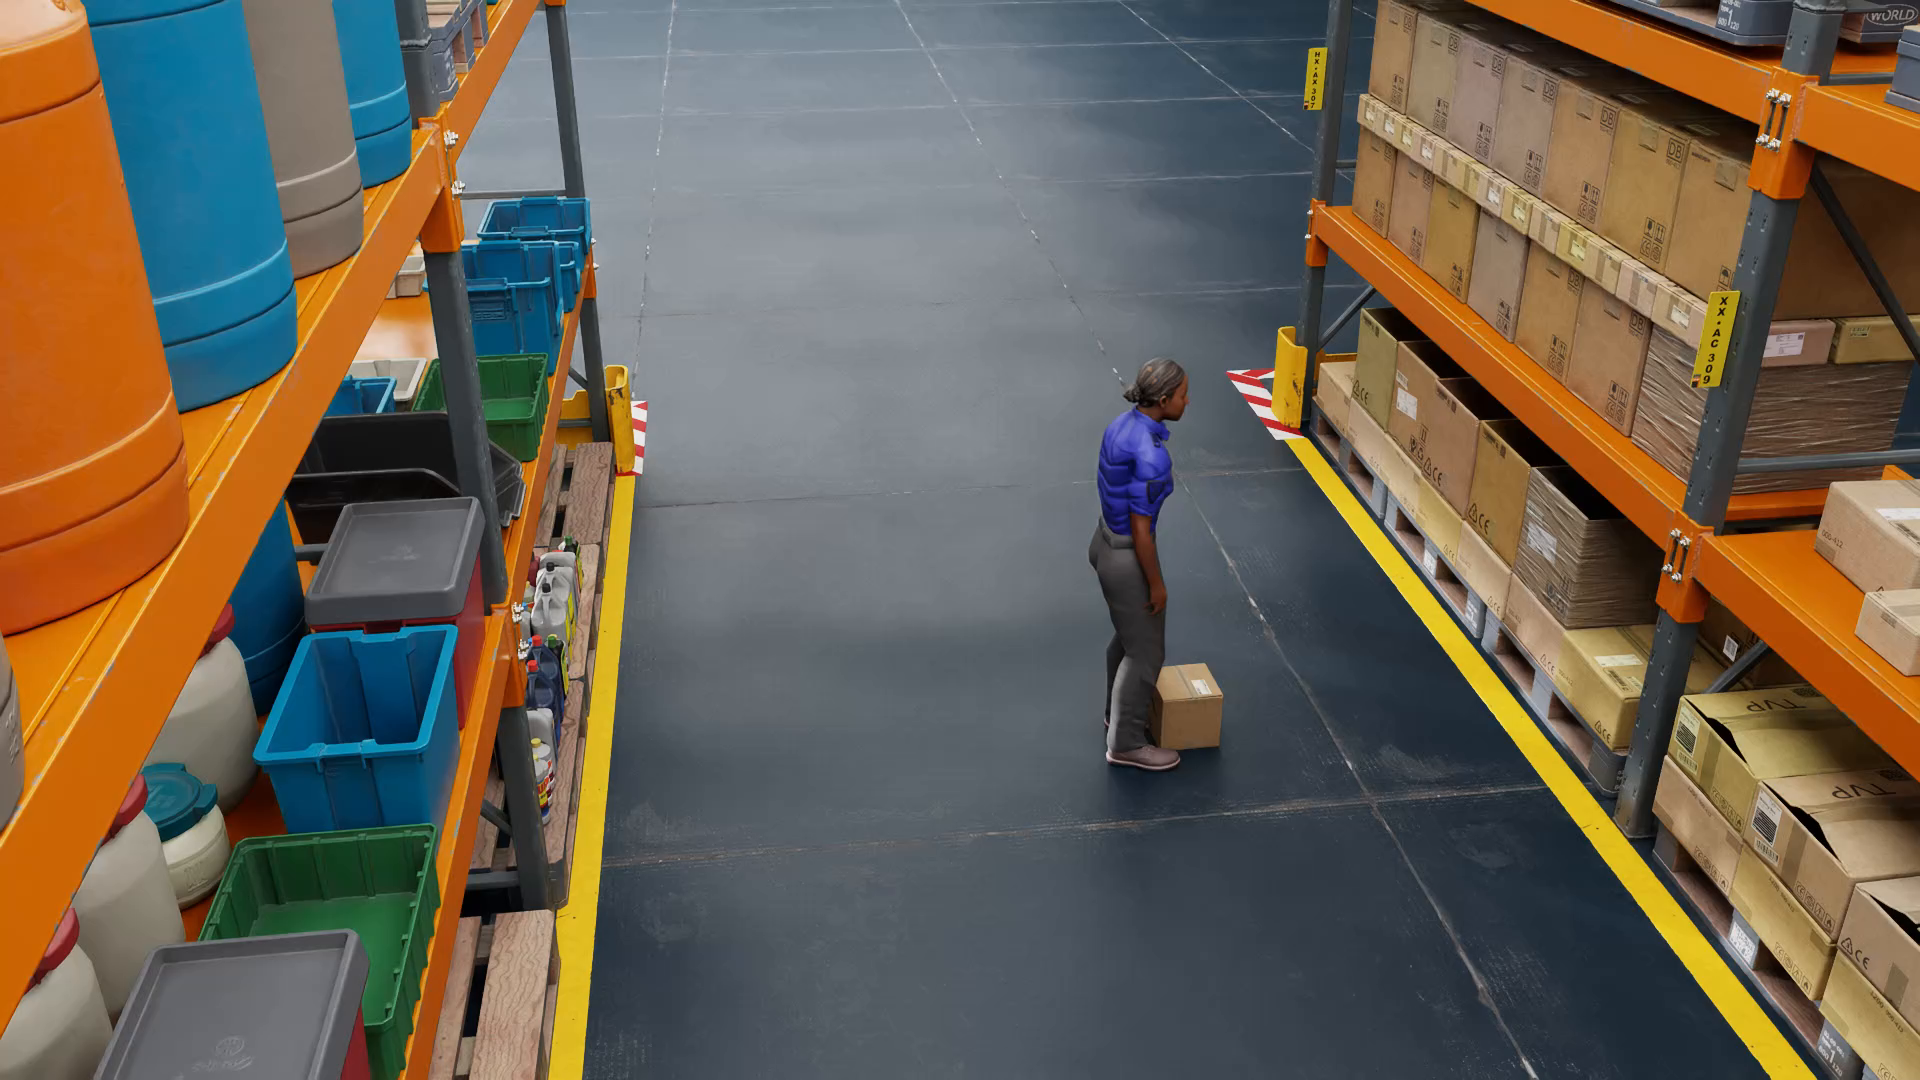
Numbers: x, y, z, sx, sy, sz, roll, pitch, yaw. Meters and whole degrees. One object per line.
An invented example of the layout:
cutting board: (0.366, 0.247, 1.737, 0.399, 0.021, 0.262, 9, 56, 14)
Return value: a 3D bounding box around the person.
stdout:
person: (0.708, 0.081, 6.466, 0.391, 1.655, 0.507, -4, 28, -7)
